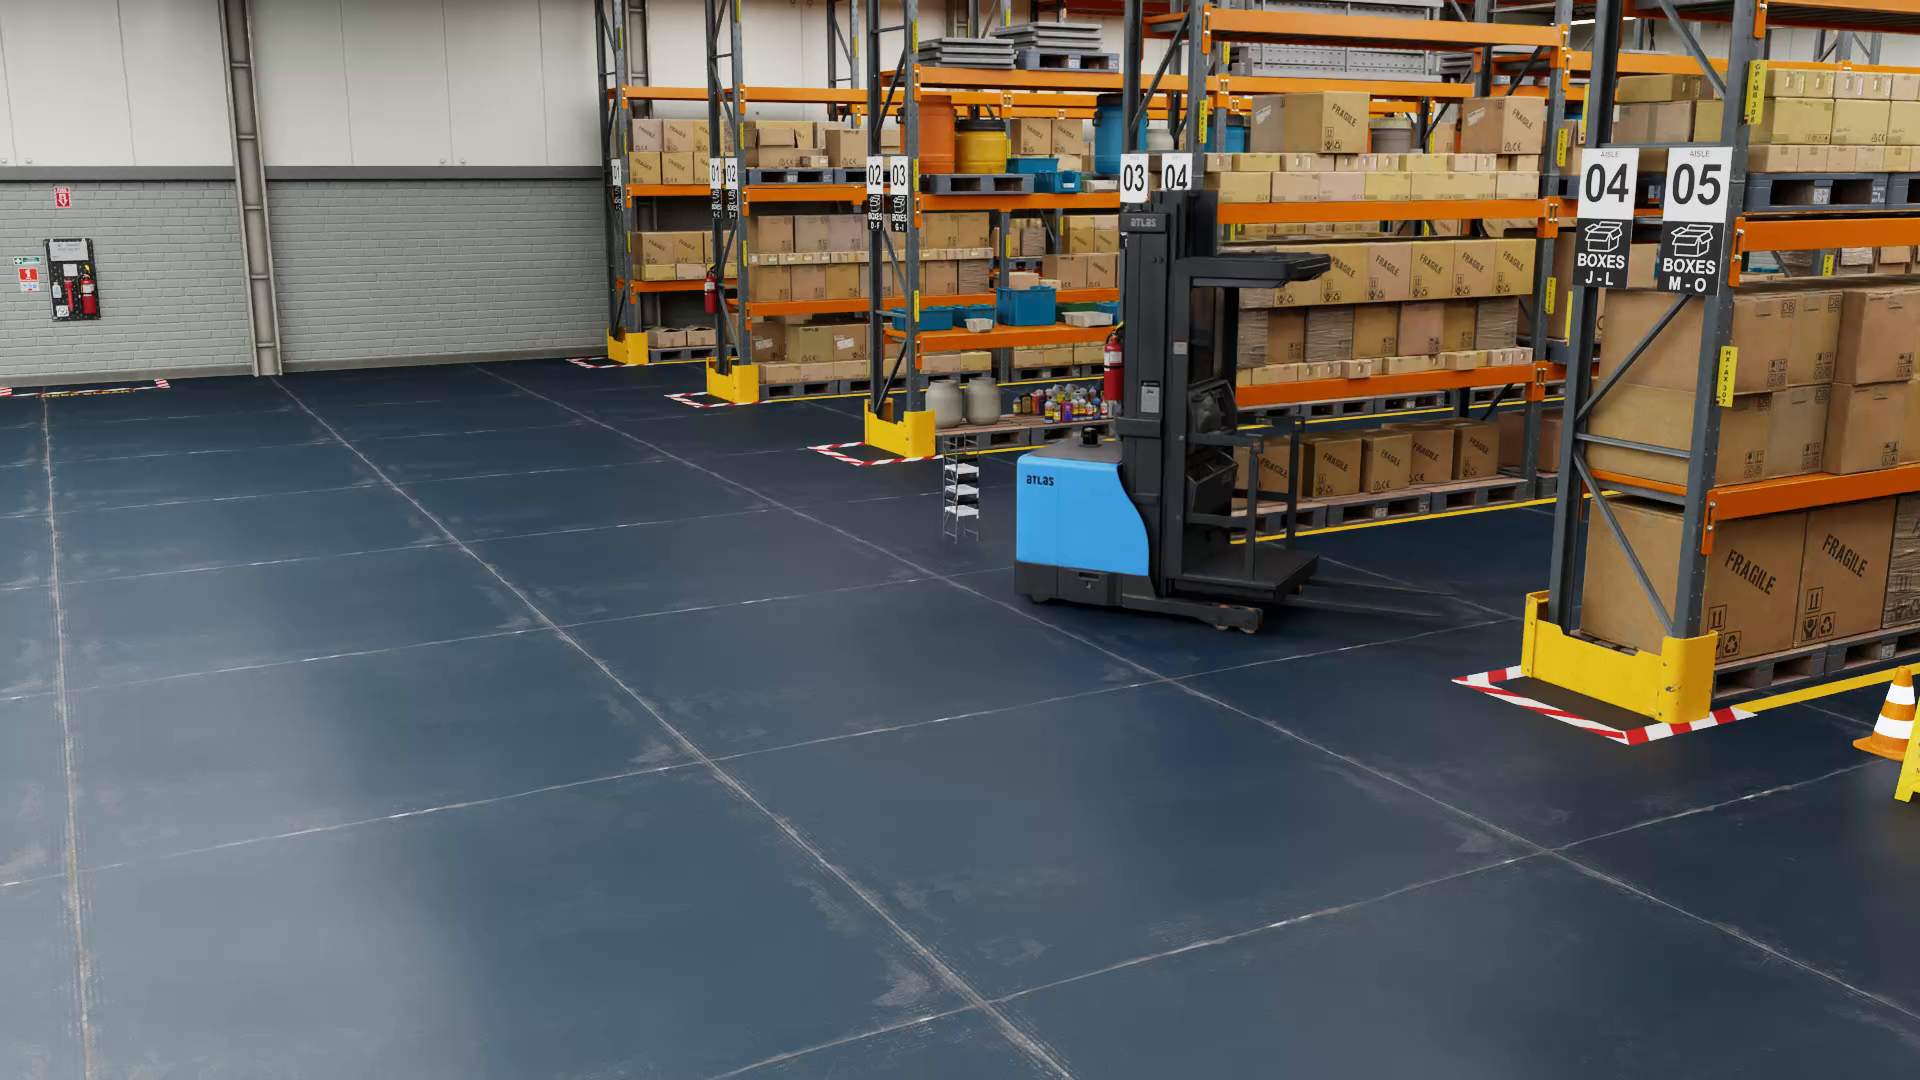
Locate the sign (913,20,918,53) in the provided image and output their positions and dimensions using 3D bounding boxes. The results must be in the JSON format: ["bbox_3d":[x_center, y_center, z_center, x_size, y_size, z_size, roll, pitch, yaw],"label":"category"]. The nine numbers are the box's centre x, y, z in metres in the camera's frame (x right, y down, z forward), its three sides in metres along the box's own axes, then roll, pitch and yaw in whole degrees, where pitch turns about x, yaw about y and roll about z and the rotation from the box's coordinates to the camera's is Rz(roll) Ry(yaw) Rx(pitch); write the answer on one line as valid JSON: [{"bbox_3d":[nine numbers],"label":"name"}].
[{"bbox_3d":[-0.462,-5.182,17.118,0.005,0.325,0.100,-7,14,-28],"label":"sign"}]

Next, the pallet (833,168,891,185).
[{"bbox_3d":[-1.387,-5.038,23.033,1.213,0.211,1.003,-7,14,-28],"label":"pallet"}]

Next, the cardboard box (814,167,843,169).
[{"bbox_3d":[-2.285,-6.215,27.788,0.500,0.500,0.500,-6,14,-26],"label":"cardboard box"}]

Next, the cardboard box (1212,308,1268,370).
[{"bbox_3d":[2.147,-1.756,14.175,0.500,0.500,0.875,-7,14,-28],"label":"cardboard box"}]

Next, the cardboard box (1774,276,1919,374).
[{"bbox_3d":[5.681,-1.364,10.536,0.500,0.550,0.875,-7,14,-28],"label":"cardboard box"}]

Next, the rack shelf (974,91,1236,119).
[{"bbox_3d":[2.174,-6.431,24.739,4.000,0.370,1.077,-7,14,-28],"label":"rack shelf"}]

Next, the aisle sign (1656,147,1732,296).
[{"bbox_3d":[4.020,-1.746,9.115,0.004,0.787,0.394,-7,14,-28],"label":"aisle sign"}]

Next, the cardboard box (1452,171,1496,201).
[{"bbox_3d":[4.424,-3.169,14.870,0.500,0.250,0.500,-6,14,-26],"label":"cardboard box"}]

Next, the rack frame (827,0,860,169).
[{"bbox_3d":[-1.958,-7.721,27.921,0.127,3.000,1.000,-7,14,-28],"label":"rack frame"}]

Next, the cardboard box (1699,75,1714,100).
[{"bbox_3d":[4.292,-2.653,9.808,0.250,0.149,0.380,-7,14,-28],"label":"cardboard box"}]

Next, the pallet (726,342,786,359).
[{"bbox_3d":[-3.603,-3.227,27.968,1.213,0.211,1.003,-7,14,-28],"label":"pallet"}]

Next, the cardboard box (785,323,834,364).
[{"bbox_3d":[-2.077,-2.715,22.939,0.500,0.500,0.500,-7,14,-28],"label":"cardboard box"}]

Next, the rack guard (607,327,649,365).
[{"bbox_3d":[-5.402,-3.162,27.020,0.348,0.500,1.175,-7,14,-28],"label":"rack guard"}]

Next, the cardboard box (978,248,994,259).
[{"bbox_3d":[0.283,-4.135,23.947,0.250,0.149,0.380,-7,14,-28],"label":"cardboard box"}]

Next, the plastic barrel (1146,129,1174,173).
[{"bbox_3d":[2.317,-4.600,19.675,0.421,0.512,0.421,0,13,0],"label":"plastic barrel"}]

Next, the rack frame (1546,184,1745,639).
[{"bbox_3d":[3.939,-0.543,9.691,0.127,3.000,1.000,-7,14,-28],"label":"rack frame"}]

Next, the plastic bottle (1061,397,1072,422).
[{"bbox_3d":[1.226,-1.505,19.147,0.133,0.283,0.061,-7,14,-27],"label":"plastic bottle"}]

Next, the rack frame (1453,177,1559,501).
[{"bbox_3d":[5.162,-1.930,15.855,0.127,3.000,1.000,-7,14,-28],"label":"rack frame"}]

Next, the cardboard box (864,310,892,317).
[{"bbox_3d":[-1.320,-3.870,29.164,0.500,0.500,0.700,-6,14,-26],"label":"cardboard box"}]

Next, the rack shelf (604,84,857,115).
[{"bbox_3d":[-3.714,-7.158,27.066,4.000,0.370,1.077,-7,14,-28],"label":"rack shelf"}]

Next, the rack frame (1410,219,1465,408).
[{"bbox_3d":[6.300,-3.306,21.966,0.127,3.000,1.000,-7,14,-28],"label":"rack frame"}]

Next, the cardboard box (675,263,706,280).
[{"bbox_3d":[-4.440,-4.357,26.935,0.500,0.250,0.500,-7,15,-30],"label":"cardboard box"}]

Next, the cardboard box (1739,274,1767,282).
[{"bbox_3d":[7.776,-2.462,17.034,0.500,0.500,0.700,-5,13,-20],"label":"cardboard box"}]

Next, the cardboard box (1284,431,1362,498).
[{"bbox_3d":[3.274,-0.689,15.076,0.500,0.500,0.500,-5,14,-23],"label":"cardboard box"}]

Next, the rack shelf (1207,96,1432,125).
[{"bbox_3d":[5.685,-6.852,26.609,4.000,0.370,1.077,-7,14,-28],"label":"rack shelf"}]

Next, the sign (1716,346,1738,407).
[{"bbox_3d":[4.200,-0.896,9.109,0.005,0.325,0.100,-7,14,-28],"label":"sign"}]

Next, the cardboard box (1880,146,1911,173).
[{"bbox_3d":[5.280,-2.218,9.690,0.250,0.149,0.380,-7,14,-28],"label":"cardboard box"}]

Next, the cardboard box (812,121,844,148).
[{"bbox_3d":[-2.268,-6.699,27.661,0.500,0.500,0.500,-8,15,-33],"label":"cardboard box"}]

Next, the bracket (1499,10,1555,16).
[{"bbox_3d":[12.626,-11.353,35.860,3.189,0.066,0.076,-7,14,-28],"label":"bracket"}]

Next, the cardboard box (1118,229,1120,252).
[{"bbox_3d":[3.002,-5.526,30.880,0.500,0.500,0.500,-7,14,-28],"label":"cardboard box"}]

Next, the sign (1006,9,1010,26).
[{"bbox_3d":[0.663,-7.190,23.074,0.005,0.325,0.100,-7,14,-28],"label":"sign"}]

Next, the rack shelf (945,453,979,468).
[{"bbox_3d":[0.007,-0.671,13.962,0.200,0.077,0.258,-7,14,-28],"label":"rack shelf"}]

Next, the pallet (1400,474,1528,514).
[{"bbox_3d":[4.590,-0.493,15.817,1.213,0.211,1.003,-7,14,-28],"label":"pallet"}]

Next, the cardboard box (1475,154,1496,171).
[{"bbox_3d":[4.558,-3.372,14.861,0.250,0.149,0.380,-8,15,-31],"label":"cardboard box"}]

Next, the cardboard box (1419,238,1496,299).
[{"bbox_3d":[4.461,-2.459,15.021,0.500,0.500,0.500,-7,14,-28],"label":"cardboard box"}]

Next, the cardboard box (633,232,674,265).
[{"bbox_3d":[-4.906,-4.668,26.608,0.500,0.500,0.500,-7,14,-28],"label":"cardboard box"}]

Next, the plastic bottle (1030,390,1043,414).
[{"bbox_3d":[0.914,-1.649,19.805,0.135,0.276,0.152,-7,14,-27],"label":"plastic bottle"}]

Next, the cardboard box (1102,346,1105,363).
[{"bbox_3d":[2.241,-2.860,25.291,0.500,0.250,0.500,-7,14,-27],"label":"cardboard box"}]

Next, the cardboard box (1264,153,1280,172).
[{"bbox_3d":[2.440,-3.138,13.821,0.250,0.149,0.380,-7,15,-29],"label":"cardboard box"}]

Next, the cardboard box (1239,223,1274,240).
[{"bbox_3d":[5.548,-5.836,32.526,0.700,0.700,0.980,-7,14,-27],"label":"cardboard box"}]

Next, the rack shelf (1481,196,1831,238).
[{"bbox_3d":[6.918,-3.253,16.539,4.000,0.370,1.077,-7,14,-28],"label":"rack shelf"}]

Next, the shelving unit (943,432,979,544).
[{"bbox_3d":[0.007,-0.440,14.014,0.210,0.900,0.258,-7,14,-28],"label":"shelving unit"}]

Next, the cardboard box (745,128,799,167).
[{"bbox_3d":[-2.586,-5.266,22.333,0.637,0.503,0.797,-6,14,-24],"label":"cardboard box"}]

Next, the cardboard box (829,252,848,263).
[{"bbox_3d":[-1.739,-3.893,22.871,0.250,0.149,0.380,-7,15,-30],"label":"cardboard box"}]

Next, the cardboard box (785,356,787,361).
[{"bbox_3d":[-2.330,-2.451,23.473,0.500,0.250,0.500,-7,14,-28],"label":"cardboard box"}]

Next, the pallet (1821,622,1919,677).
[{"bbox_3d":[5.673,0.591,11.004,1.213,0.211,1.003,-7,14,-28],"label":"pallet"}]

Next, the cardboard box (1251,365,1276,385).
[{"bbox_3d":[2.471,-1.417,14.146,0.250,0.149,0.380,-7,14,-28],"label":"cardboard box"}]

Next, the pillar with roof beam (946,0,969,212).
[{"bbox_3d":[2.060,-7.342,26.238,0.400,9.000,9.100,-7,14,-28],"label":"pillar with roof beam"}]

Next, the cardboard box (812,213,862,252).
[{"bbox_3d":[-1.729,-4.263,23.035,0.500,0.500,0.700,-7,14,-28],"label":"cardboard box"}]

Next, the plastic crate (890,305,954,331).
[{"bbox_3d":[-0.426,-2.502,18.733,0.616,0.251,0.499,-7,14,-28],"label":"plastic crate"}]

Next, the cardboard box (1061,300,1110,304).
[{"bbox_3d":[2.261,-4.423,30.871,0.750,0.750,0.750,-7,14,-29],"label":"cardboard box"}]

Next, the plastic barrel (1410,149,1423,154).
[{"bbox_3d":[5.880,-4.850,21.742,0.421,0.512,0.421,0,13,0],"label":"plastic barrel"}]

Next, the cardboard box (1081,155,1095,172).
[{"bbox_3d":[2.126,-5.624,24.822,0.500,0.250,0.500,-8,15,-33],"label":"cardboard box"}]

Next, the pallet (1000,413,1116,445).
[{"bbox_3d":[1.107,-1.333,19.550,1.213,0.211,1.003,-7,14,-28],"label":"pallet"}]

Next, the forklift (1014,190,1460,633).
[{"bbox_3d":[1.946,-0.930,11.567,3.031,2.935,1.130,6,14,26],"label":"forklift"}]

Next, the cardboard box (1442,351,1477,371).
[{"bbox_3d":[4.476,-1.642,15.144,0.250,0.149,0.380,-7,14,-28],"label":"cardboard box"}]

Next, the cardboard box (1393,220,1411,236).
[{"bbox_3d":[7.760,-5.321,28.417,0.500,0.500,0.500,-7,14,-28],"label":"cardboard box"}]
